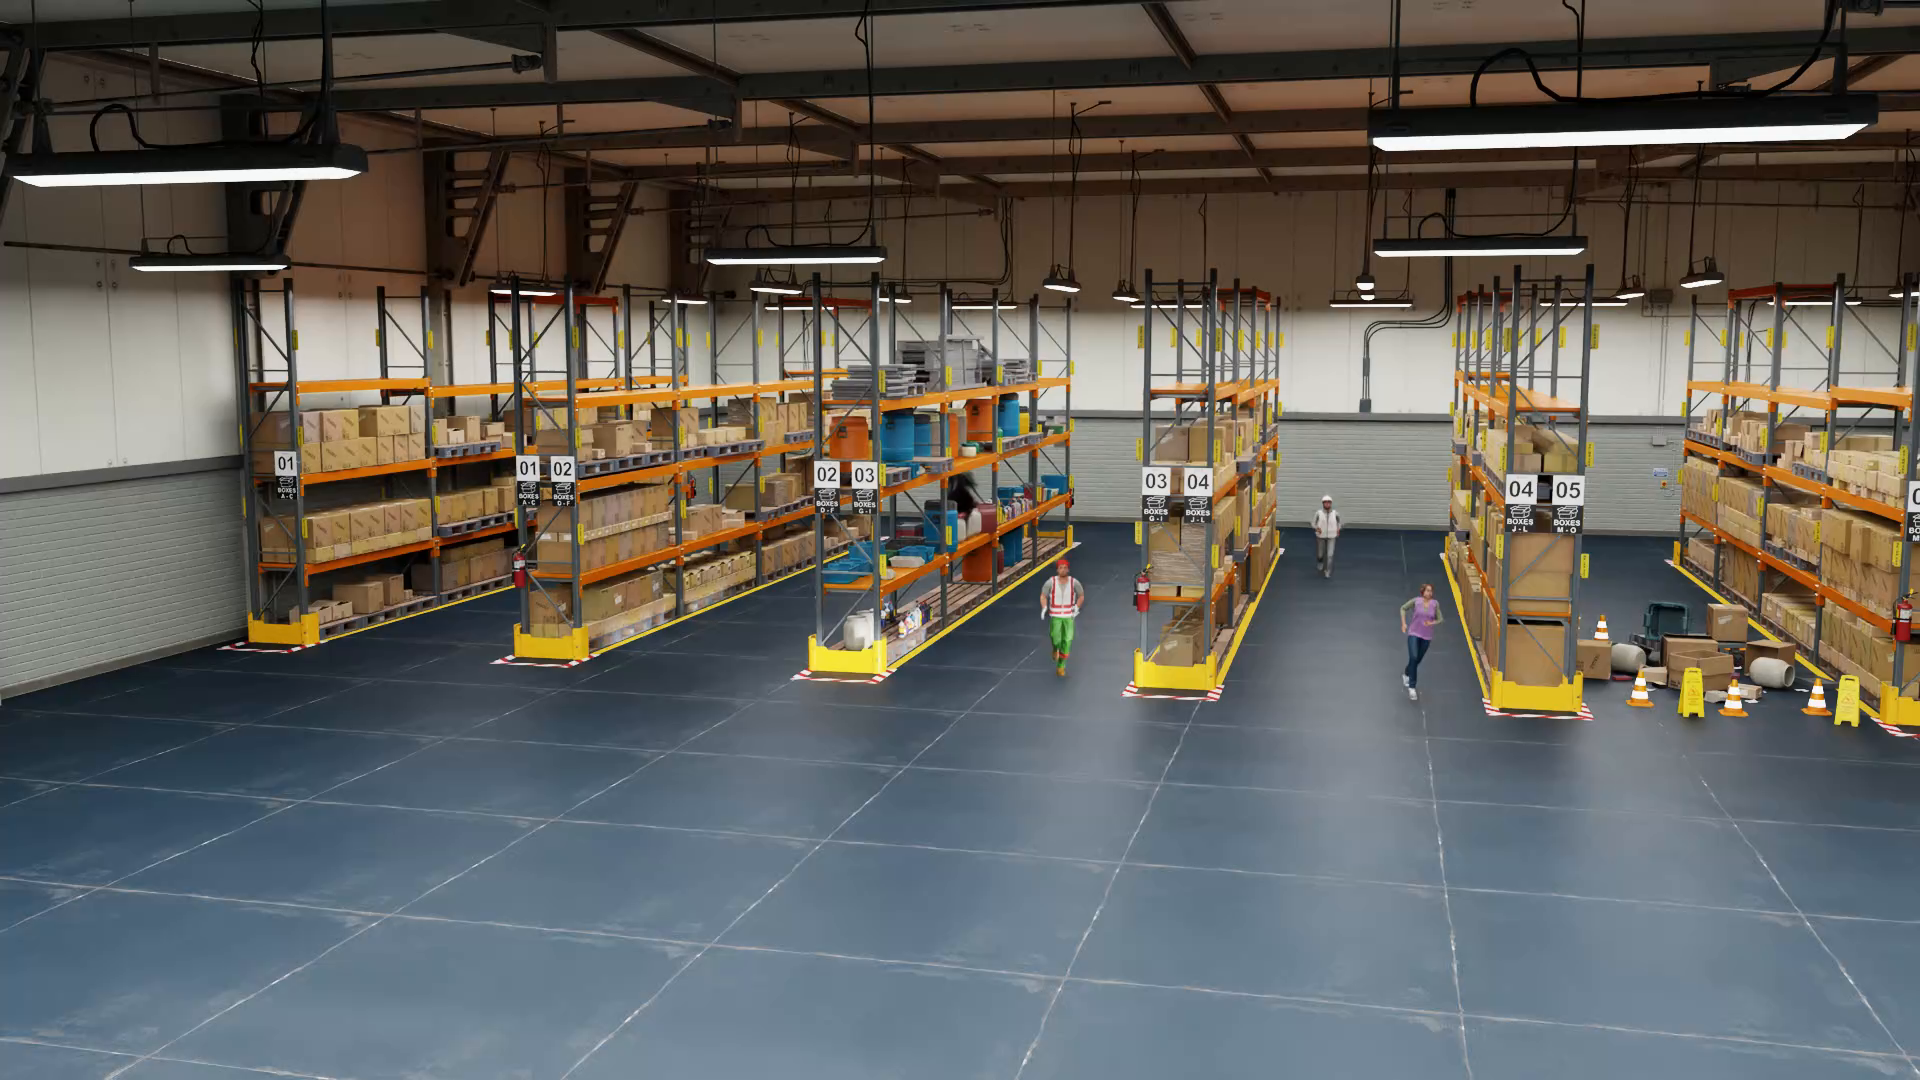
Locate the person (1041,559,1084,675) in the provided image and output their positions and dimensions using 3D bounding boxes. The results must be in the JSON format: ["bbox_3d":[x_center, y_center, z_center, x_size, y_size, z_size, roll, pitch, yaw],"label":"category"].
[{"bbox_3d":[1.549,1.148,25.111,0.661,1.745,0.596,0,7,1],"label":"person"}]

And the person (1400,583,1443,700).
[{"bbox_3d":[6.555,1.400,23.611,0.553,1.588,0.843,0,7,0],"label":"person"}]

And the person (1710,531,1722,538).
[{"bbox_3d":[17.322,-0.426,38.025,0.669,1.771,0.928,-5,9,-38],"label":"person"}]

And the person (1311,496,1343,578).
[{"bbox_3d":[7.776,-0.075,35.237,0.664,1.727,0.702,1,7,9],"label":"person"}]
